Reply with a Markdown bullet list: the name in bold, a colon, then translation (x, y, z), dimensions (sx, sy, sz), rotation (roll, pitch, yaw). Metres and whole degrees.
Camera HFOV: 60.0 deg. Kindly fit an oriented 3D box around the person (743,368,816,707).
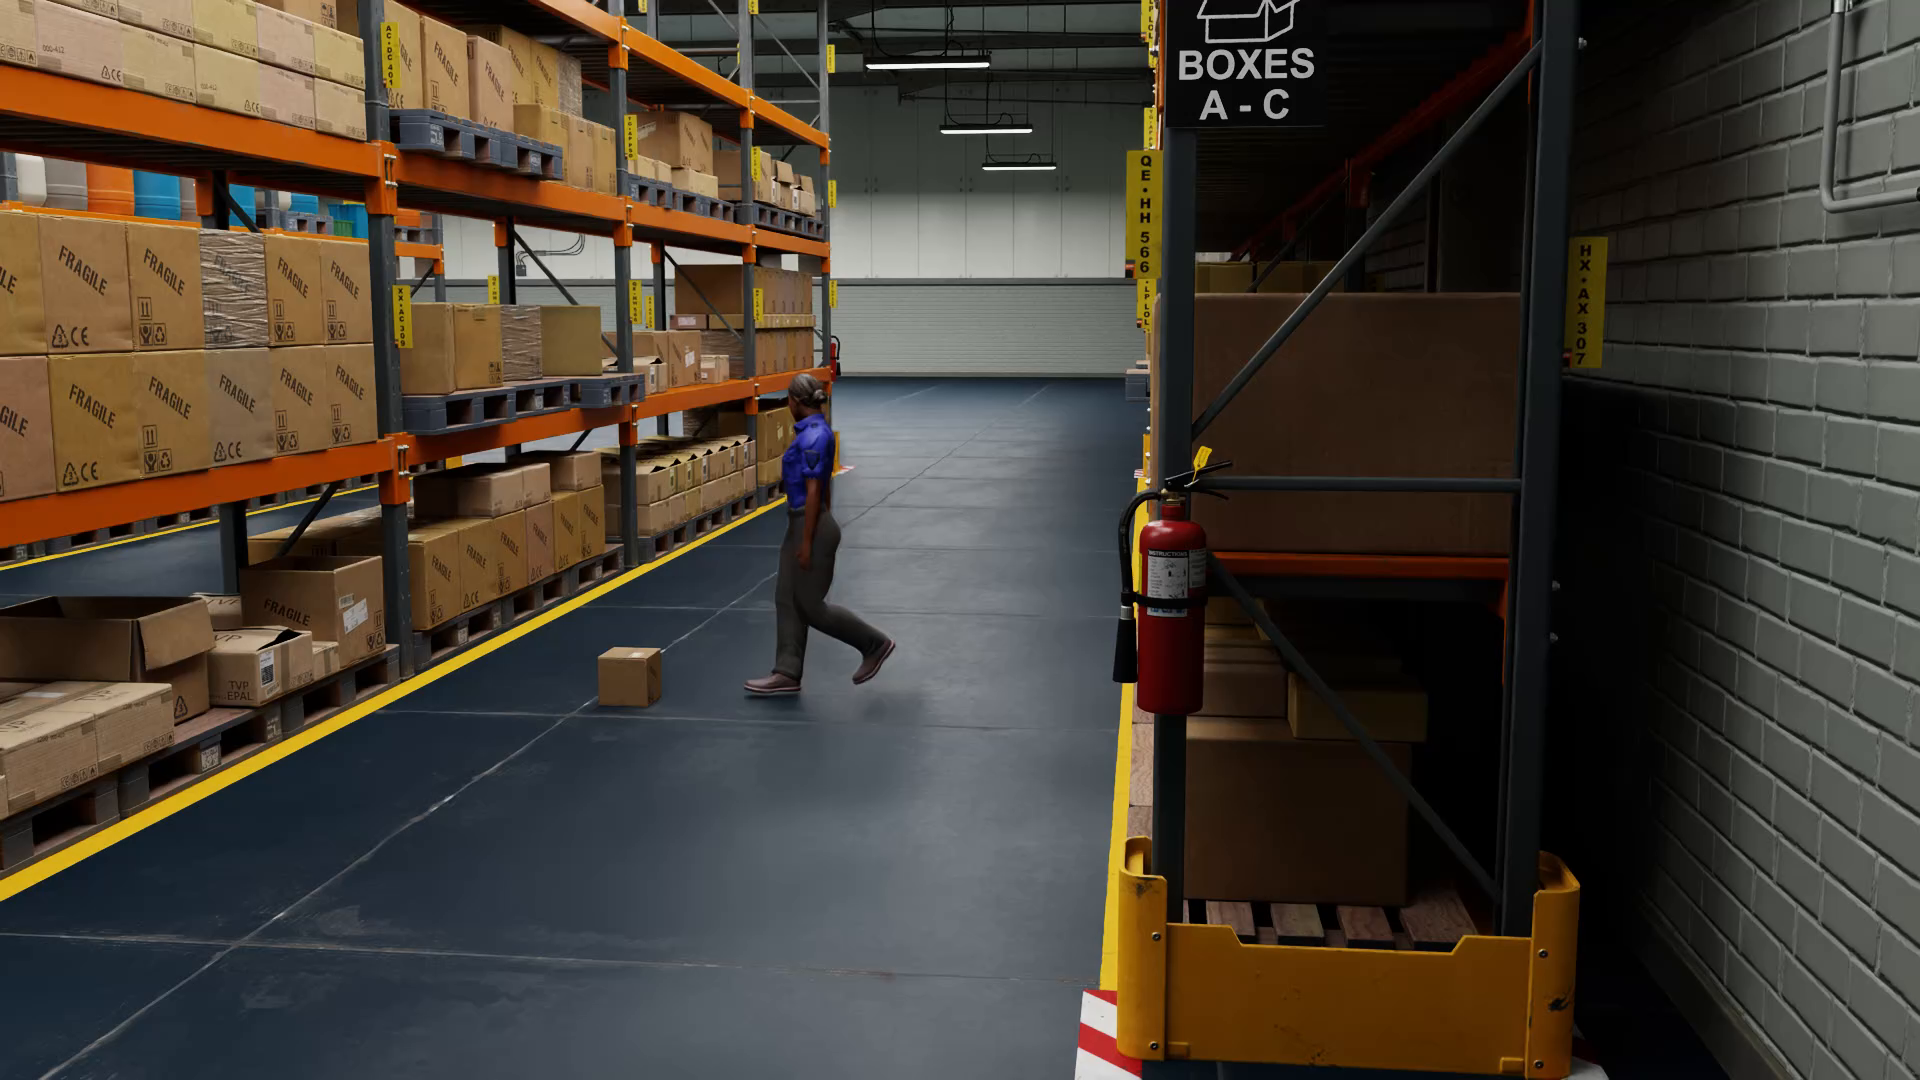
- **person**: translation (-0.931, -0.015, 8.425), dimensions (0.372, 1.703, 0.482), rotation (-2, 8, -13)
